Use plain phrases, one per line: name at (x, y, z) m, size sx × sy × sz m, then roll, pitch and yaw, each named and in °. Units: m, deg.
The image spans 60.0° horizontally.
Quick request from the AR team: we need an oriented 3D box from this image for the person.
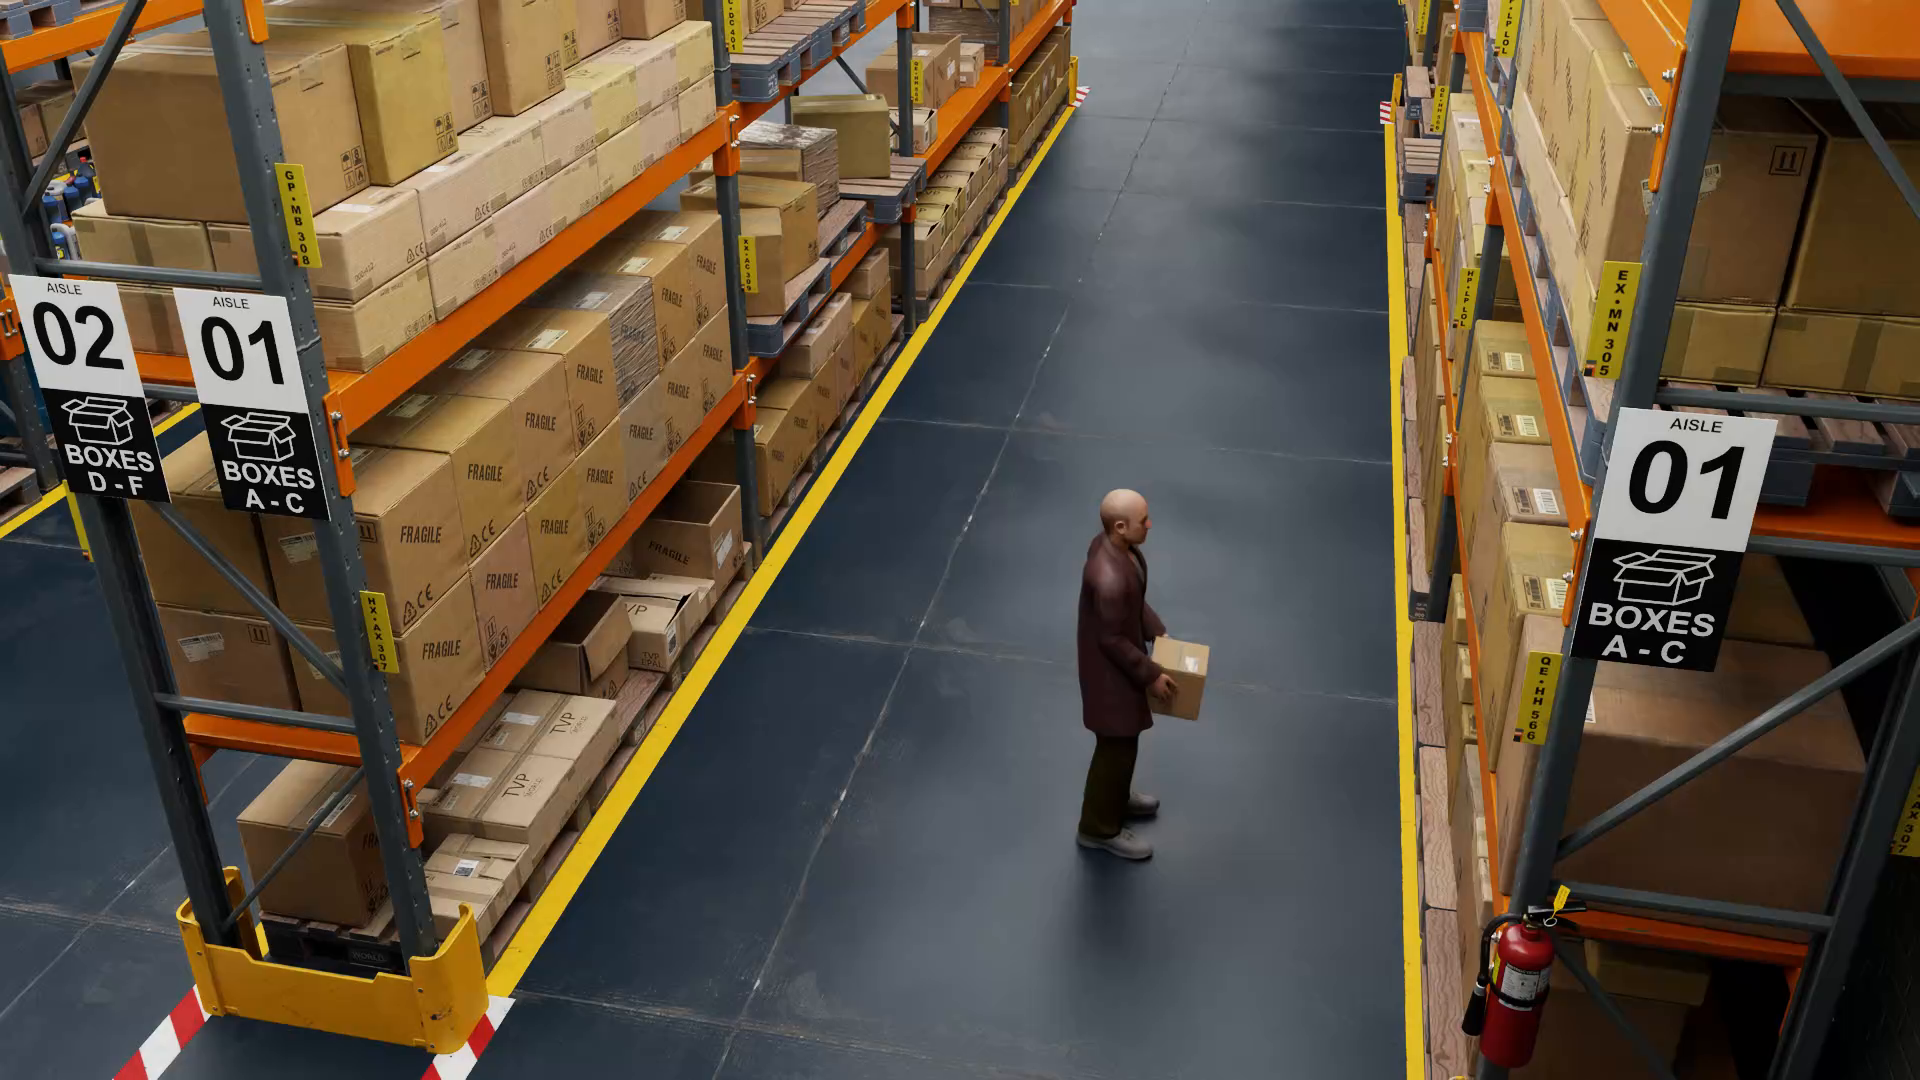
person at (0.762, 0.584, 7.552) m, size 0.467 × 1.782 × 0.575 m, roll 5°, pitch 29°, yaw 10°
